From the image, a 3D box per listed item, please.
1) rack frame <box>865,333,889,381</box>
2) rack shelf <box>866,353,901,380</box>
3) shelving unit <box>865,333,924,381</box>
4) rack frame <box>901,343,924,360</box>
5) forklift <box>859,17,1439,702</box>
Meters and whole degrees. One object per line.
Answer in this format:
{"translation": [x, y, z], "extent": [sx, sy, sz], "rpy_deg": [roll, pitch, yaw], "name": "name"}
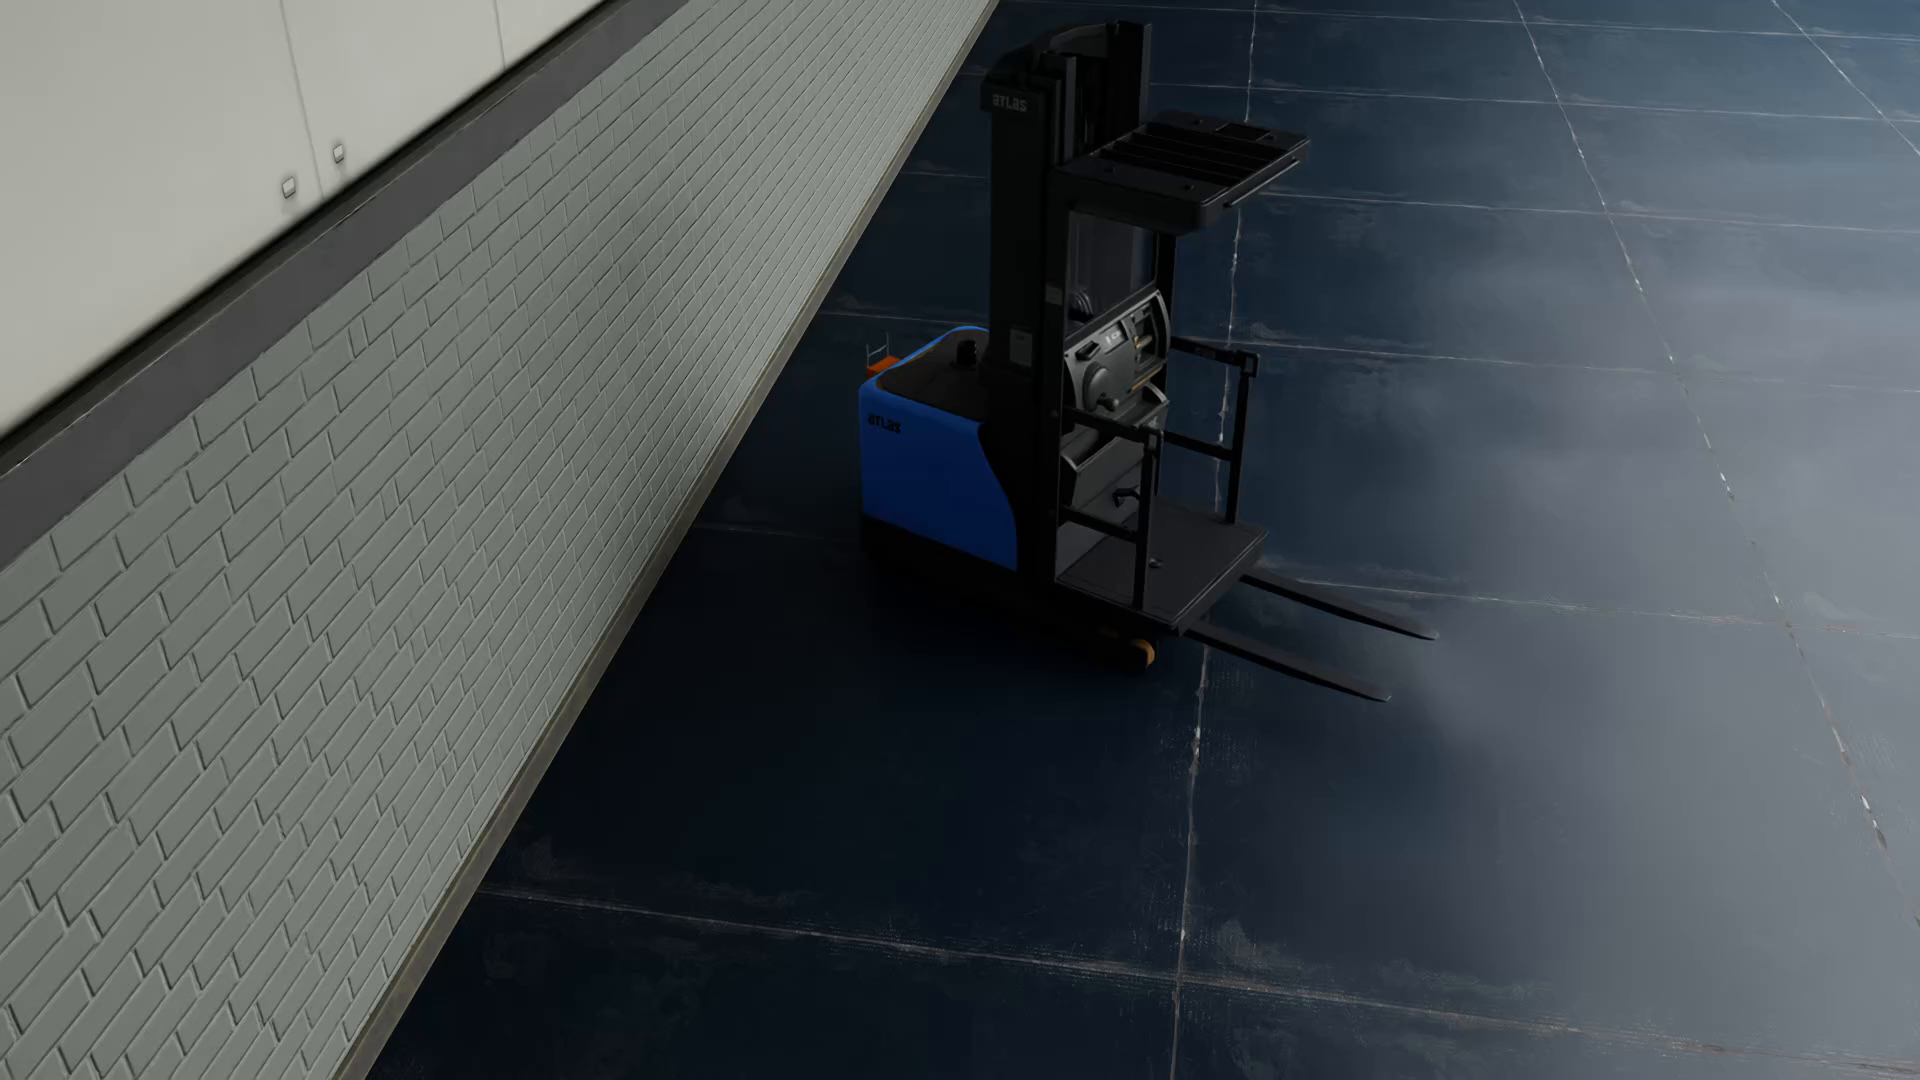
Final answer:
{"translation": [-0.462, -0.671, 9.507], "extent": [0.008, 1.050, 0.200], "rpy_deg": [20, 37, 29], "name": "rack frame"}
{"translation": [-0.362, -0.866, 9.302], "extent": [0.240, 0.259, 0.215], "rpy_deg": [20, 37, 29], "name": "rack shelf"}
{"translation": [-0.362, -0.634, 9.447], "extent": [0.252, 1.050, 0.215], "rpy_deg": [20, 37, 29], "name": "shelving unit"}
{"translation": [-0.262, -0.597, 9.388], "extent": [0.008, 1.050, 0.200], "rpy_deg": [20, 37, 29], "name": "rack frame"}
{"translation": [0.951, -0.902, 8.103], "extent": [3.031, 2.935, 1.130], "rpy_deg": [20, 37, 29], "name": "forklift"}
